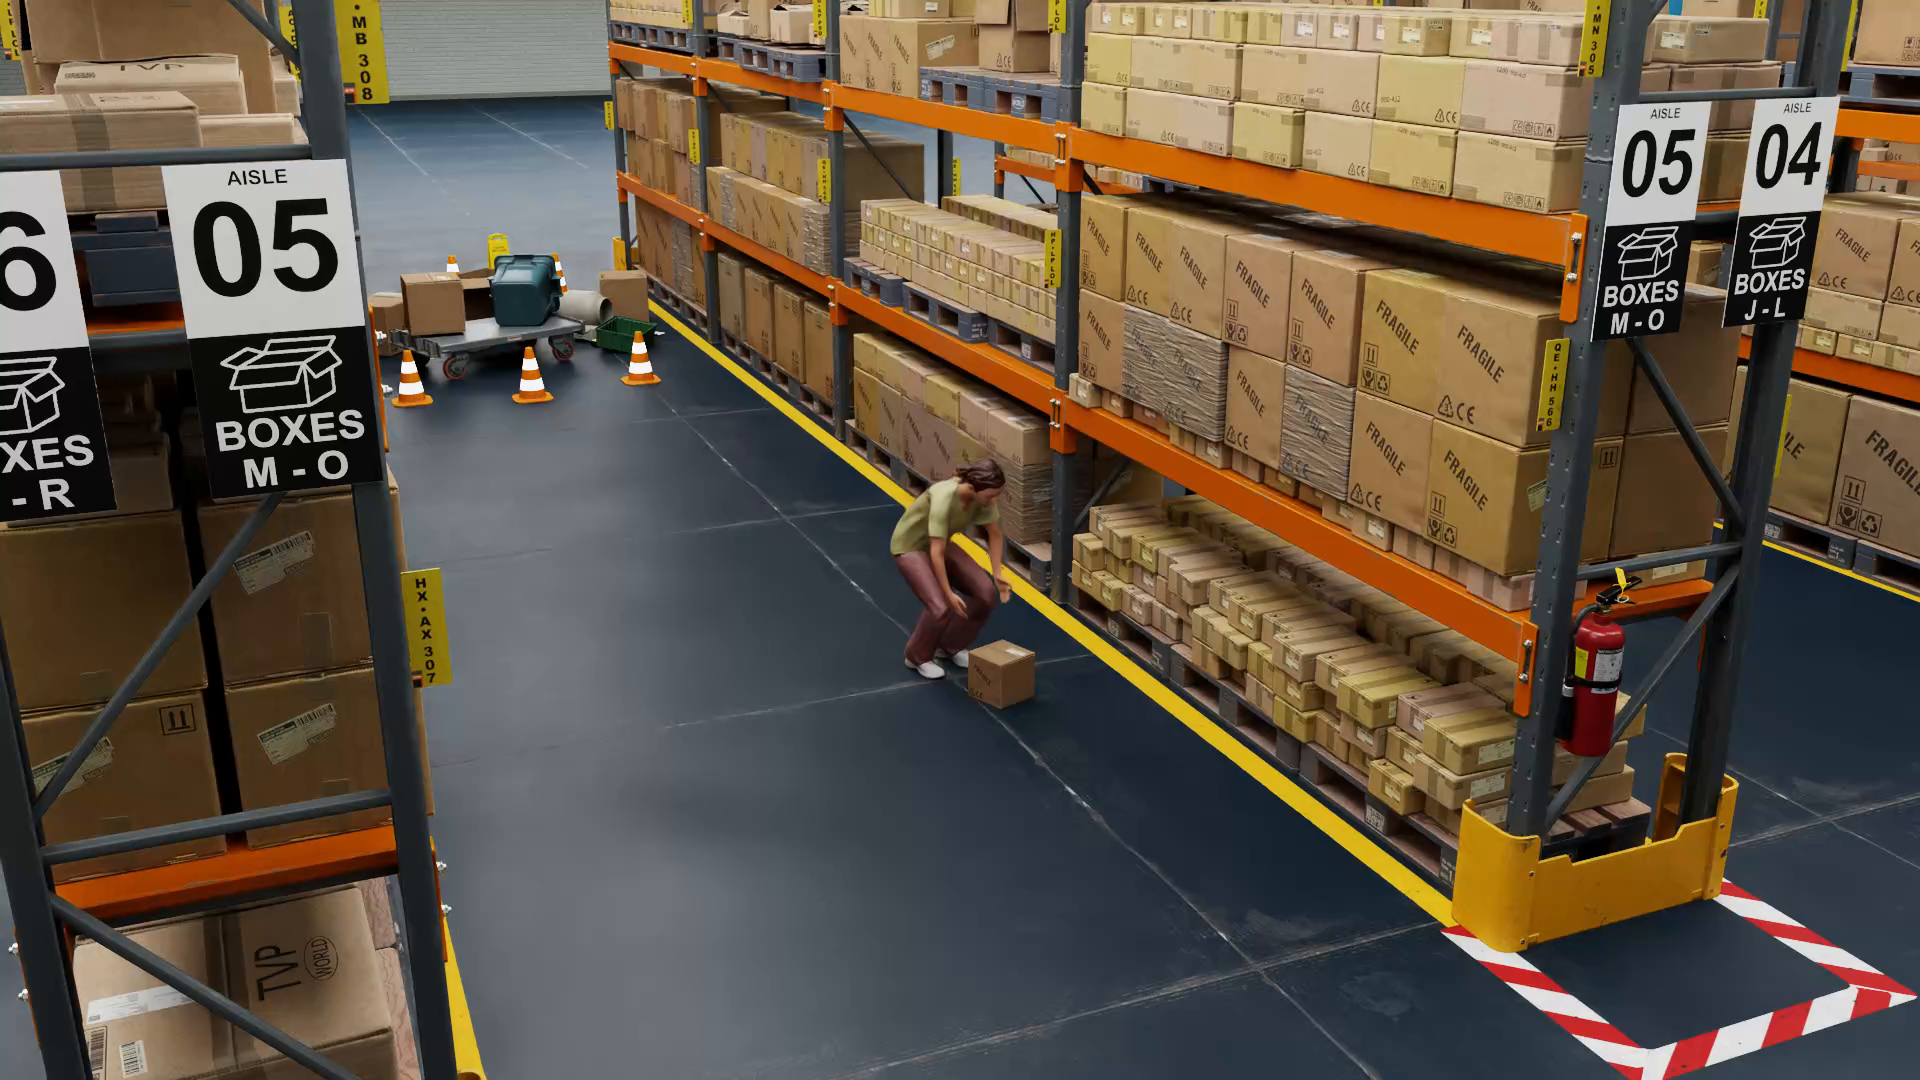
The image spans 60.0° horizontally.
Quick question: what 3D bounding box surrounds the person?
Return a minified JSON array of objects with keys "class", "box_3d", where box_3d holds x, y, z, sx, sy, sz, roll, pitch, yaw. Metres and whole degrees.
[{"class":"person","box_3d":[-0.035,0.114,8.903,0.510,1.246,0.709,-16,25,-39]}]
